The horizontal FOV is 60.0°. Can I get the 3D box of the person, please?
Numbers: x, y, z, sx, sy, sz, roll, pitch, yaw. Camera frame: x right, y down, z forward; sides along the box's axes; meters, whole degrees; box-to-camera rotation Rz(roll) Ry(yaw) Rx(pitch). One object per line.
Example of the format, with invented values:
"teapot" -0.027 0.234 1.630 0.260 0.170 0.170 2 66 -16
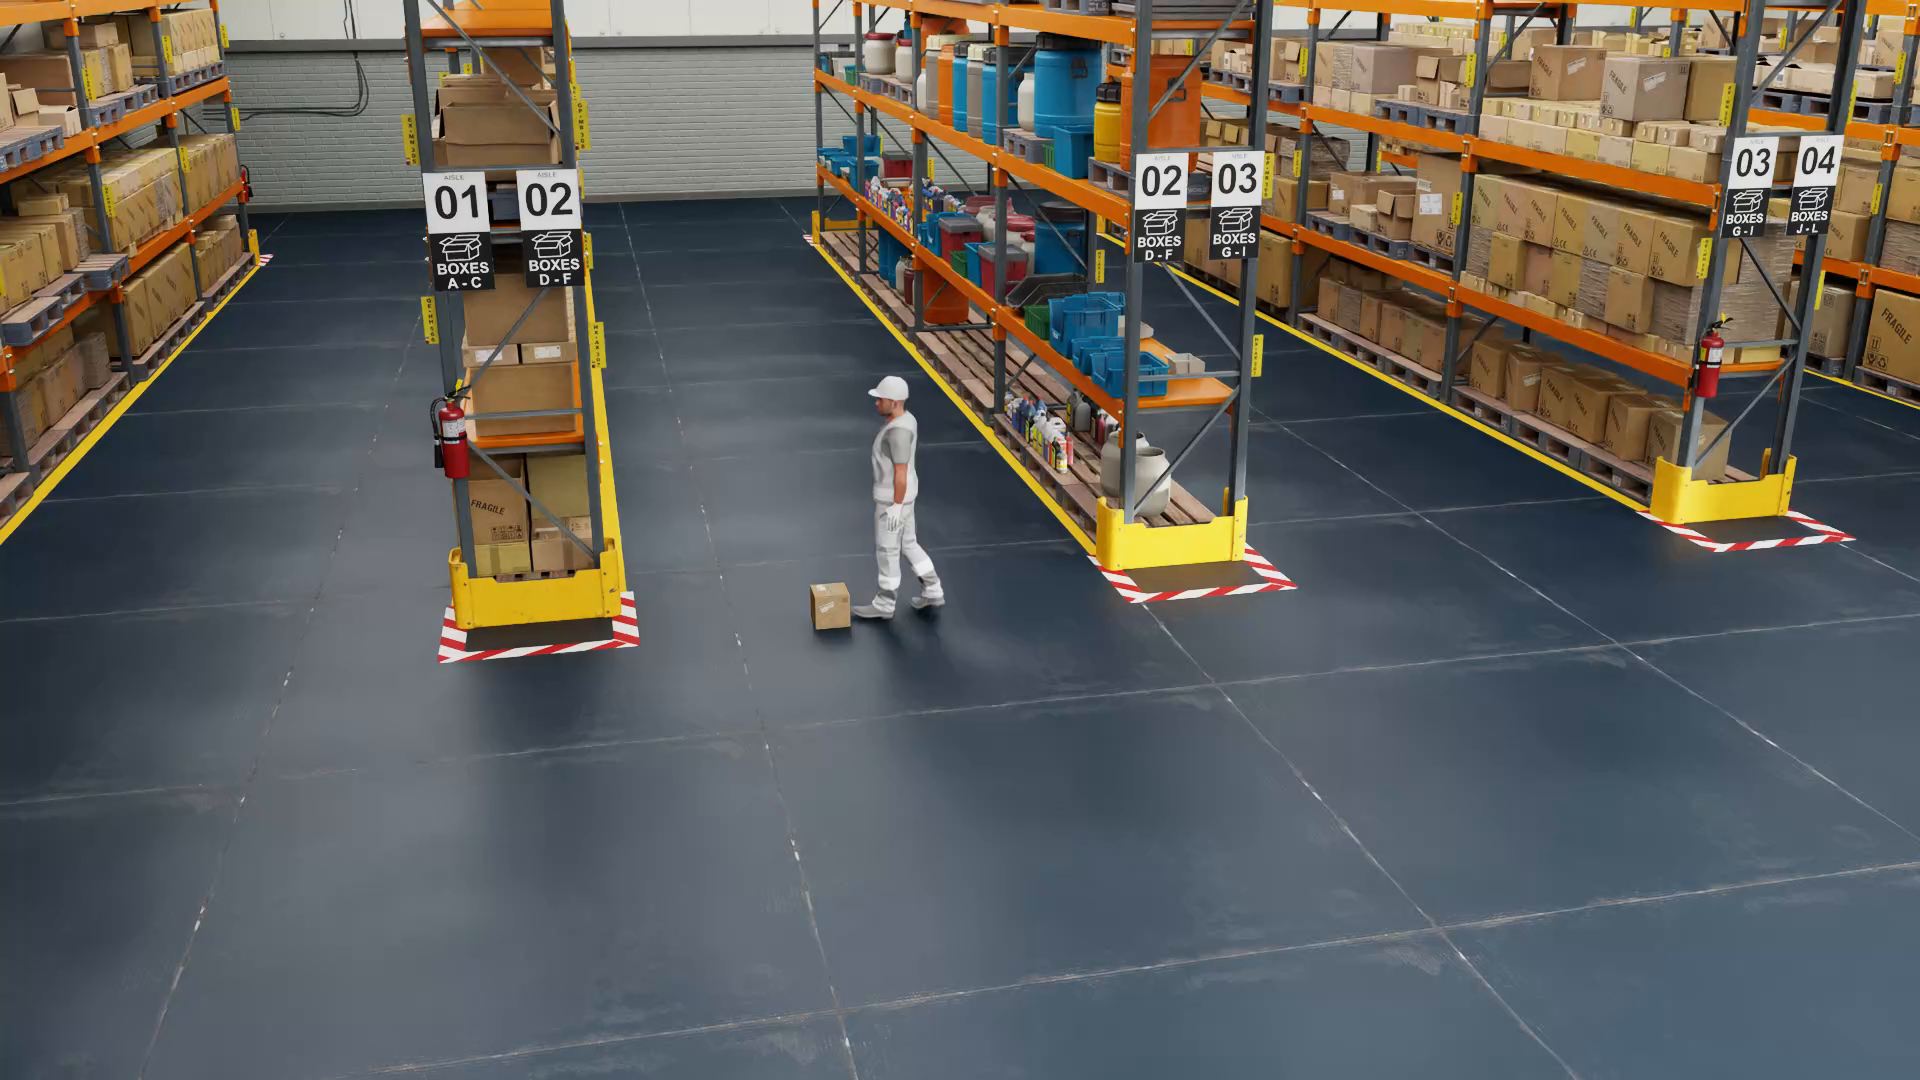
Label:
"person" -0.449 -0.290 11.833 0.669 1.795 0.563 2 20 6
